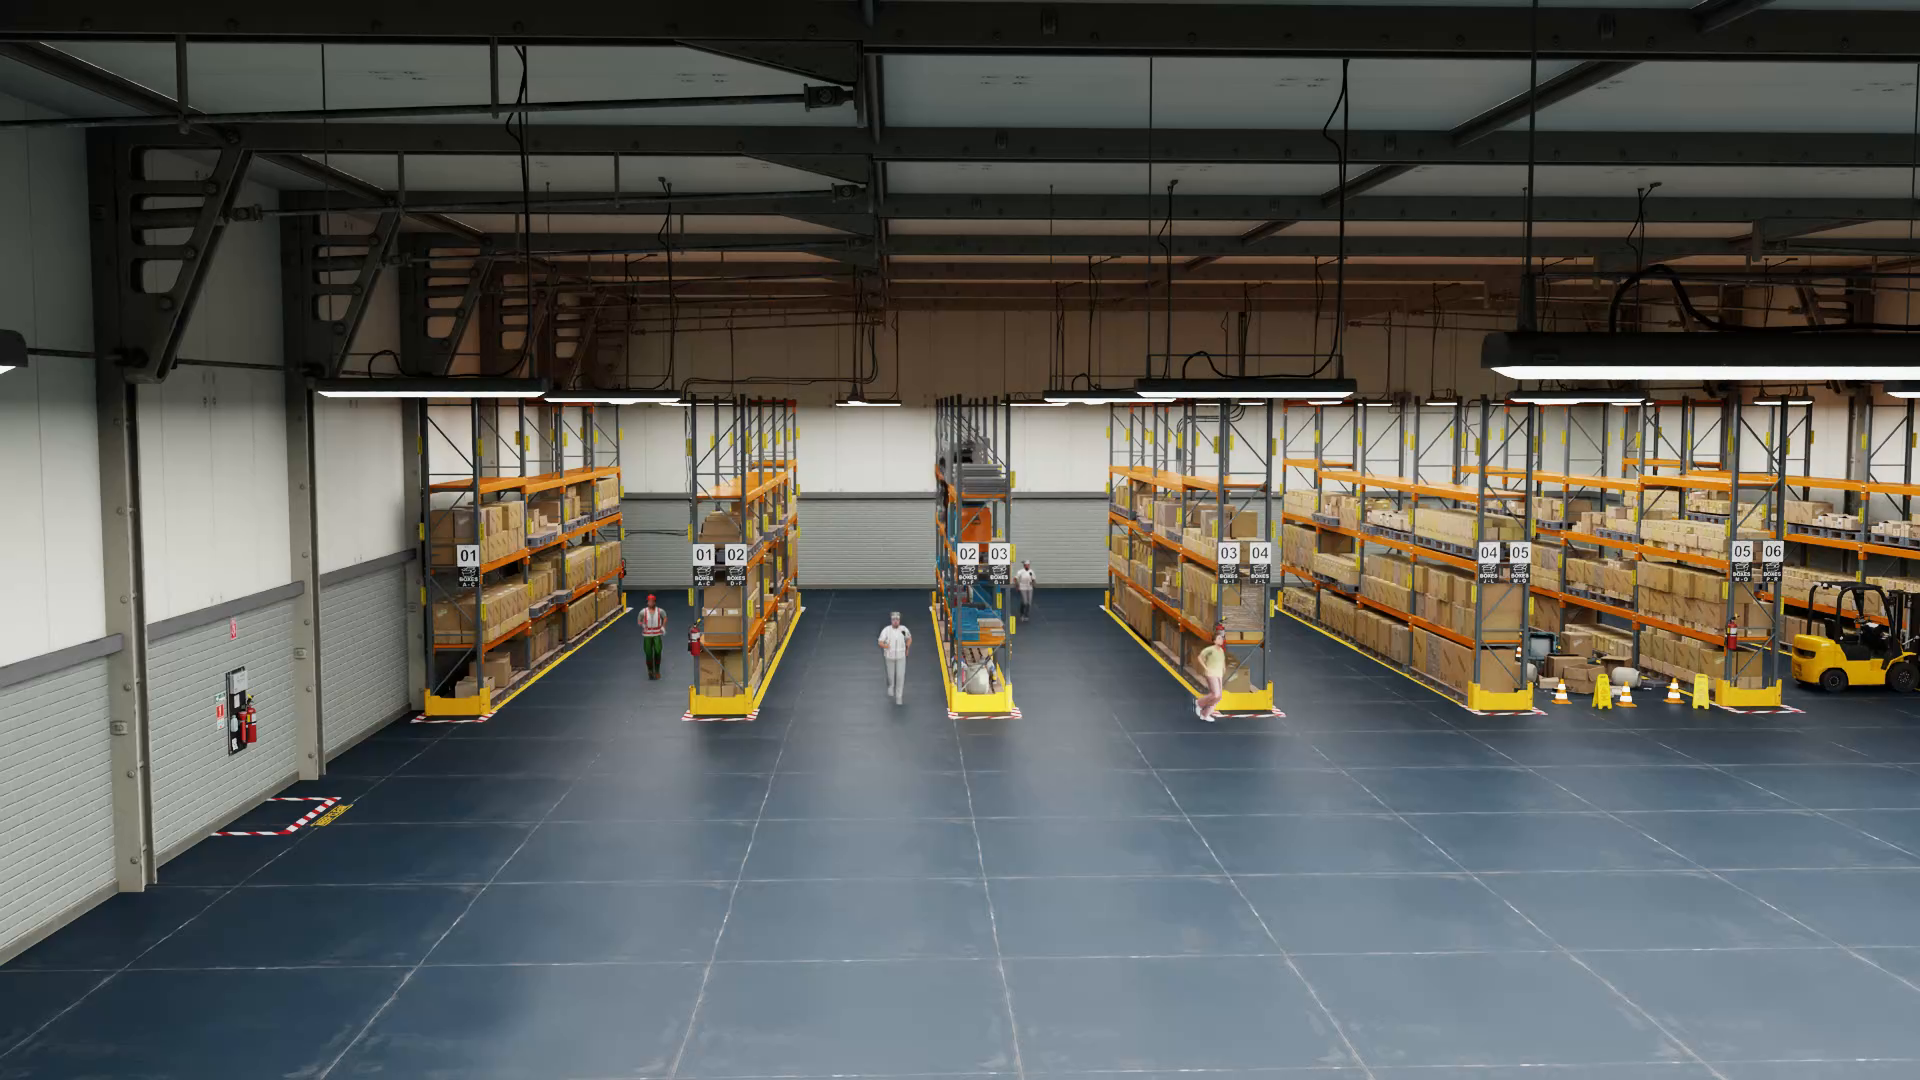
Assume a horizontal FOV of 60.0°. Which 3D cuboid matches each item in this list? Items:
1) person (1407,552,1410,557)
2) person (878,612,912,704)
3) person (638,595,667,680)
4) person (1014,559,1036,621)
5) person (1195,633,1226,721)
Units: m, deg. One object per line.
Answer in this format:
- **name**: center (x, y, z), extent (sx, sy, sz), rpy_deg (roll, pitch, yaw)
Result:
- **person**: center (13.380, 1.004, 49.271), extent (0.748, 1.775, 0.651), rpy_deg (0, 5, -5)
- **person**: center (-1.255, 2.274, 32.387), extent (0.666, 1.747, 0.950), rpy_deg (0, 5, -6)
- **person**: center (-6.534, 2.065, 35.305), extent (0.608, 1.816, 0.747), rpy_deg (-1, 5, -10)
- **person**: center (1.778, 1.355, 44.773), extent (0.545, 1.670, 0.646), rpy_deg (-1, 5, -13)
- **person**: center (4.691, 2.510, 30.594), extent (0.595, 1.609, 0.490), rpy_deg (-4, 6, -40)
